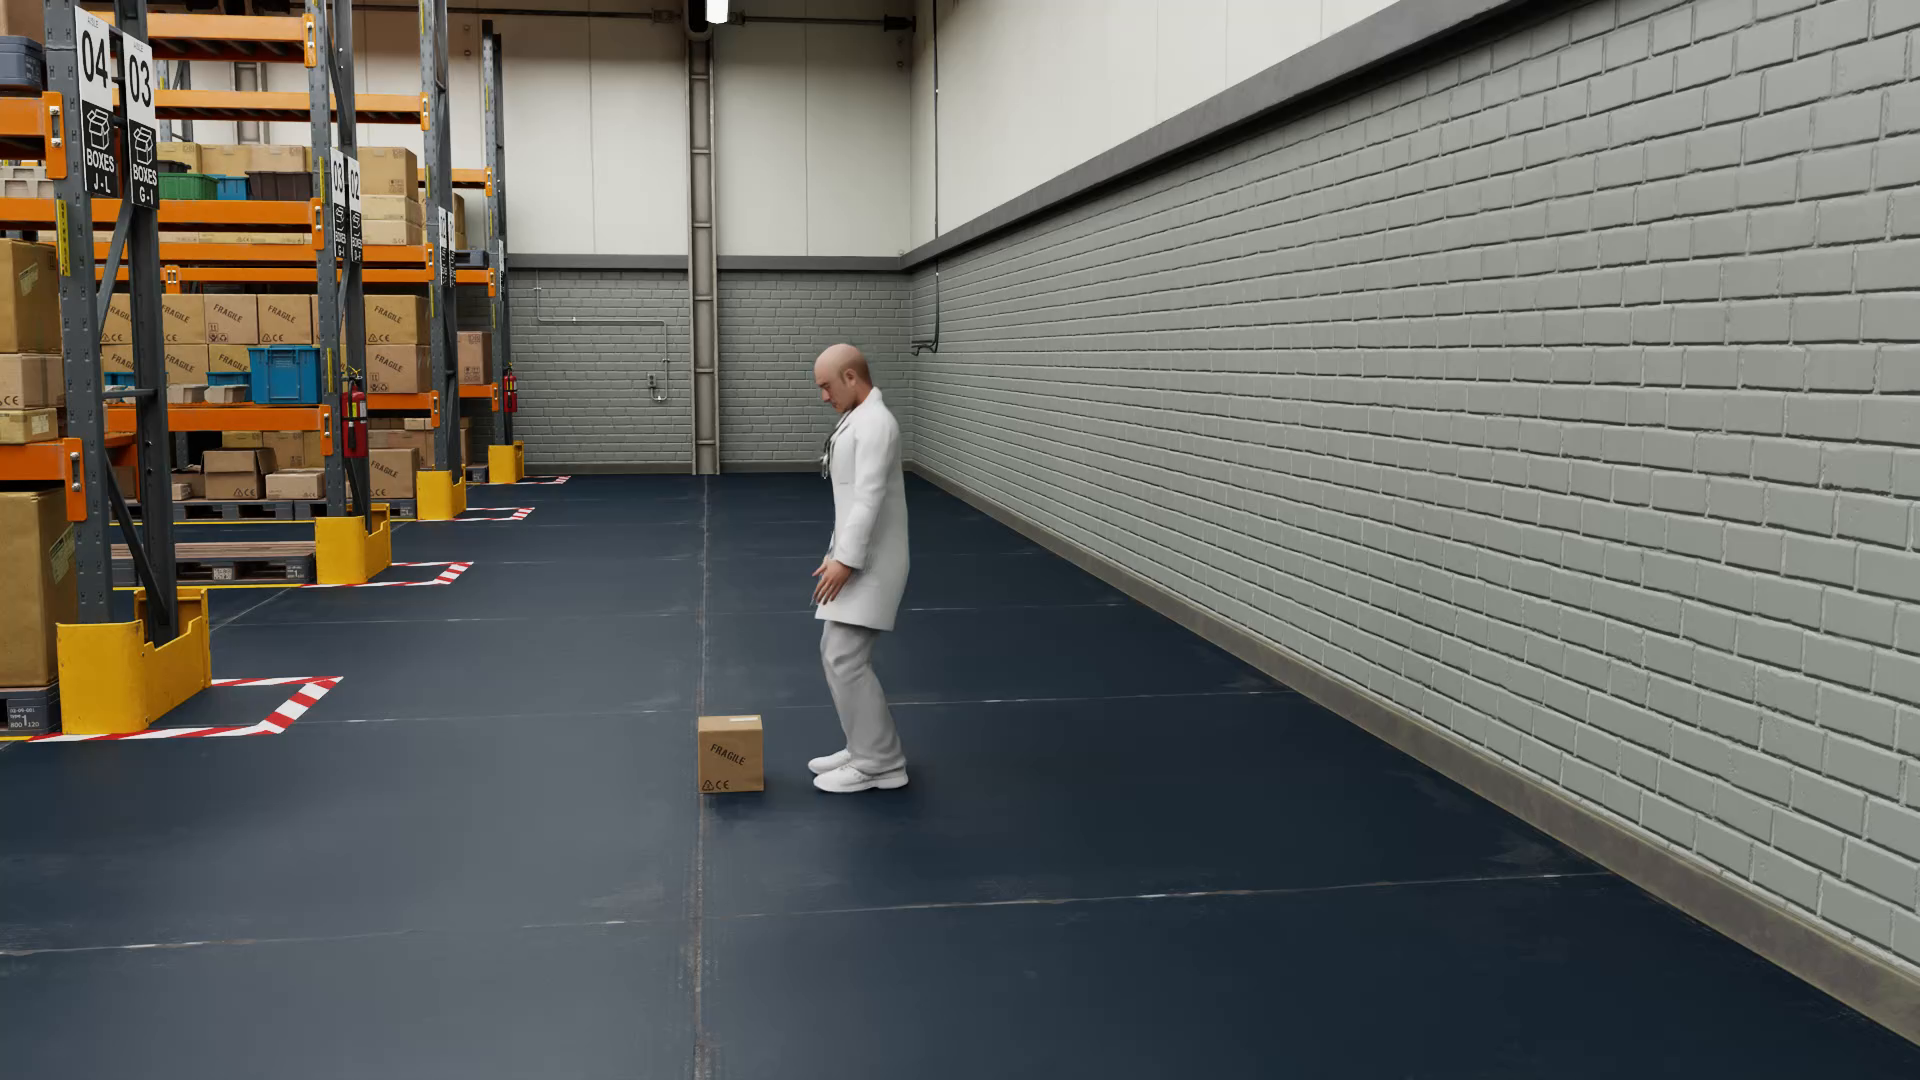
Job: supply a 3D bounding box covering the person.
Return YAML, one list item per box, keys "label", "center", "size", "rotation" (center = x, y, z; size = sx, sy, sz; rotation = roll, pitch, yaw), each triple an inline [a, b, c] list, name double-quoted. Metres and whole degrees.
- label: "person"
  center: [-0.397, 0.105, 6.534]
  size: [0.401, 1.746, 0.583]
  rotation: [-1, 6, -7]
